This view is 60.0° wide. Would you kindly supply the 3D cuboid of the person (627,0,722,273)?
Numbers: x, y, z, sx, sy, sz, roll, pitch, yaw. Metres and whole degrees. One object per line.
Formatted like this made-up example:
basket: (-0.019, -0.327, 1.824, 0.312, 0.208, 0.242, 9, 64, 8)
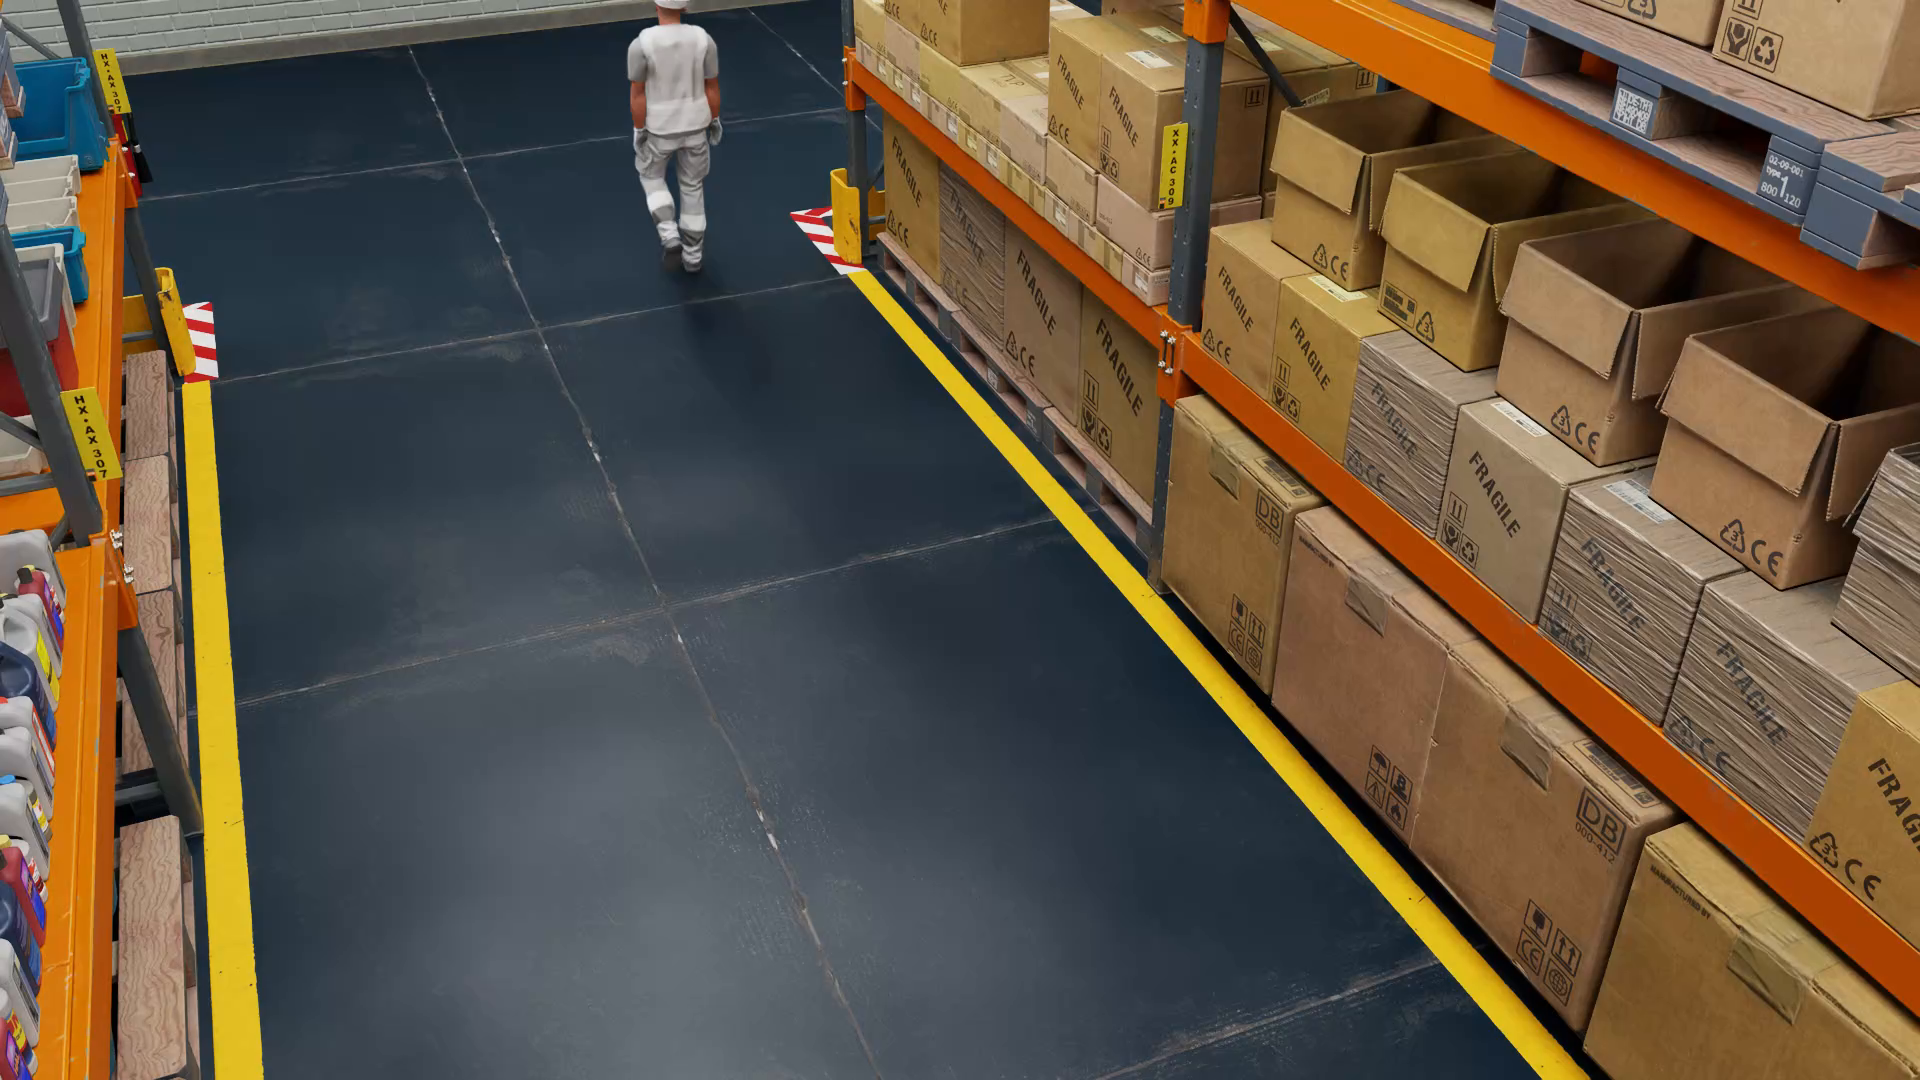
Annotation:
person: (-1.663, -2.430, 9.788, 0.548, 1.780, 0.503, -11, 35, -16)
